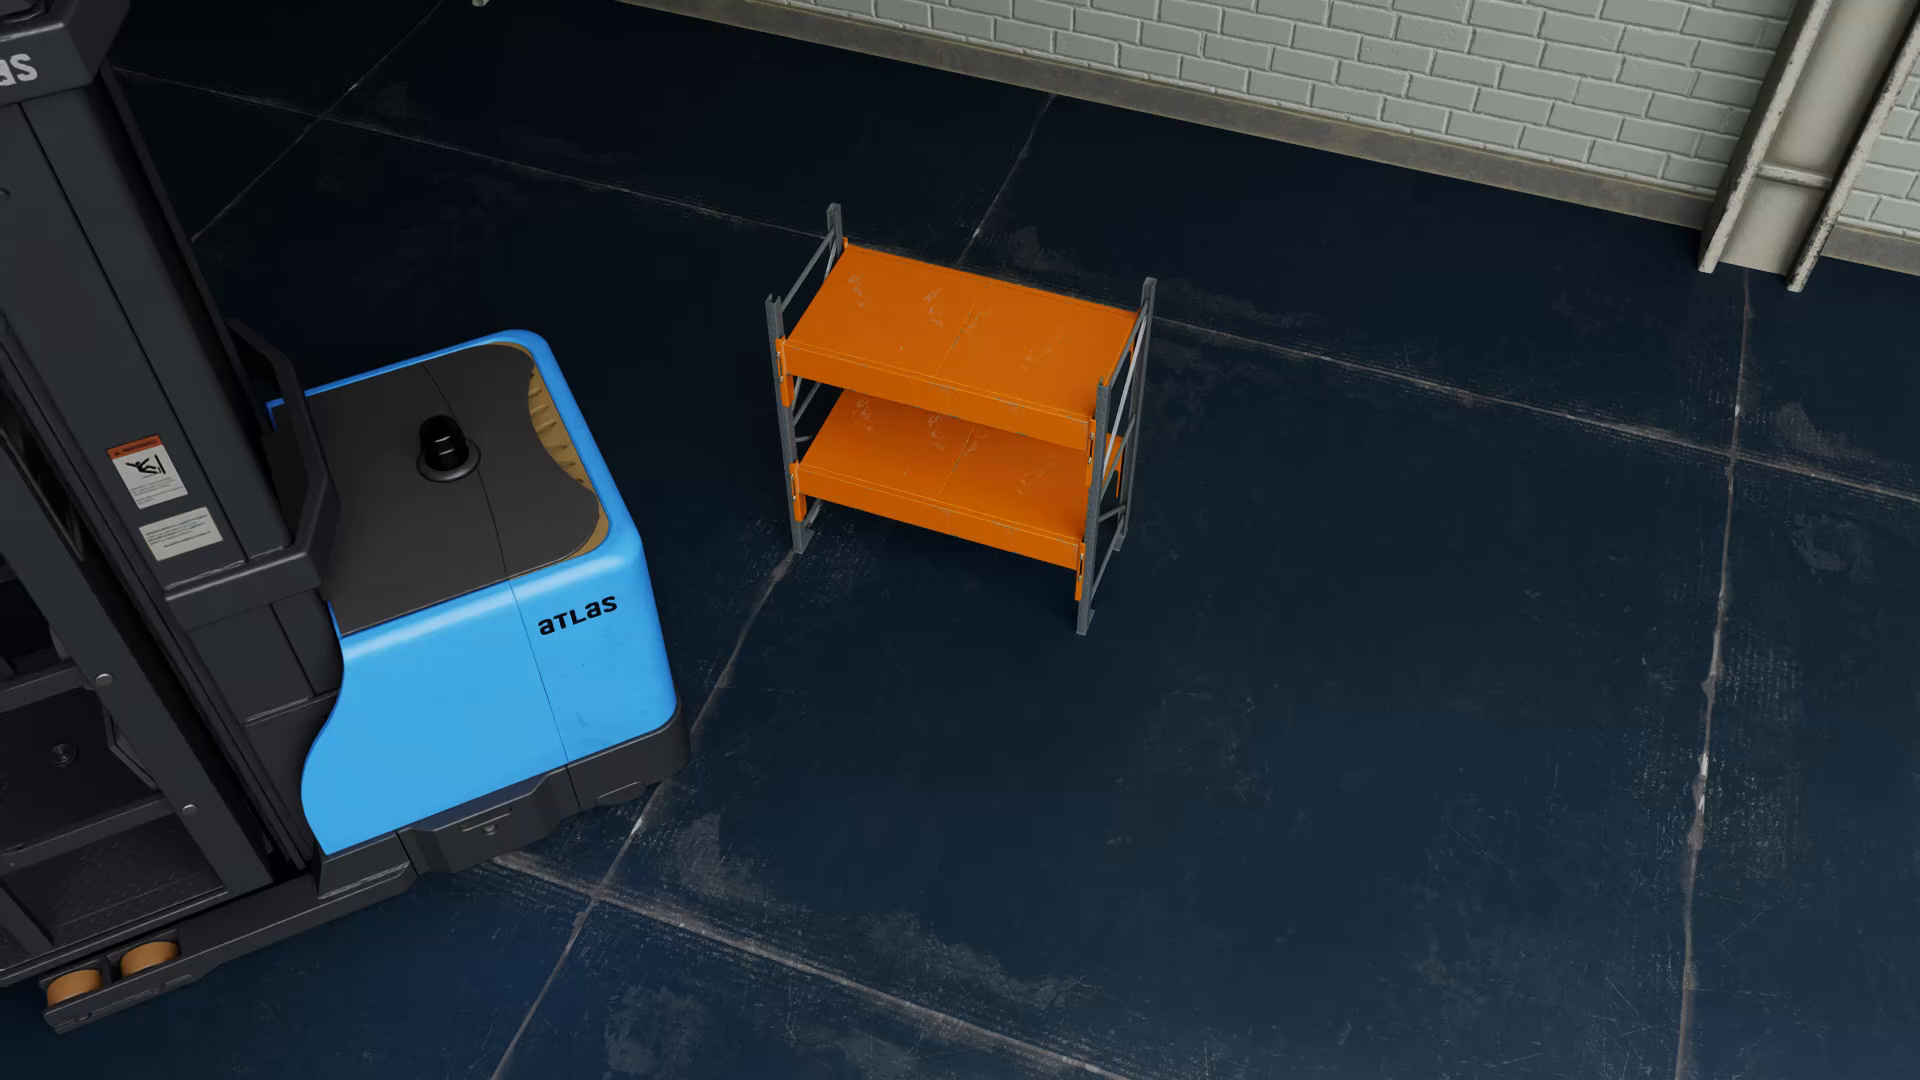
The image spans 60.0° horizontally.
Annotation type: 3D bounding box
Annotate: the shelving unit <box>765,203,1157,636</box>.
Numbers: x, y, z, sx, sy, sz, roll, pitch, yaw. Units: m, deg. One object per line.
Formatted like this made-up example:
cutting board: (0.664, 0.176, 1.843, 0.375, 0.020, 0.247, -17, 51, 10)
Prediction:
shelving unit: (0.006, -0.367, 5.323, 1.048, 1.125, 0.538, 16, 51, 13)

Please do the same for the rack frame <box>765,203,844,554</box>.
rack frame: (-0.471, -0.500, 5.439, 0.032, 1.125, 0.500, 16, 51, 13)

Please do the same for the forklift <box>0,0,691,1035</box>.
forklift: (-2.379, -0.083, 3.882, 3.031, 2.935, 1.130, -20, 52, -17)

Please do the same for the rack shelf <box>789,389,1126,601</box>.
rack shelf: (0.006, -0.207, 5.508, 1.000, 0.278, 0.538, 16, 51, 13)

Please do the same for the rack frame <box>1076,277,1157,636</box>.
rack frame: (0.483, -0.234, 5.208, 0.032, 1.125, 0.500, 16, 51, 13)

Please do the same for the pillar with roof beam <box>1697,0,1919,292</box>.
pillar with roof beam: (1.714, -1.038, 0.695, 0.400, 9.000, 9.100, 16, 51, 13)

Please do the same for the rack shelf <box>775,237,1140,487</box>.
rack shelf: (0.006, -0.558, 5.102, 1.000, 0.278, 0.538, 16, 51, 13)
